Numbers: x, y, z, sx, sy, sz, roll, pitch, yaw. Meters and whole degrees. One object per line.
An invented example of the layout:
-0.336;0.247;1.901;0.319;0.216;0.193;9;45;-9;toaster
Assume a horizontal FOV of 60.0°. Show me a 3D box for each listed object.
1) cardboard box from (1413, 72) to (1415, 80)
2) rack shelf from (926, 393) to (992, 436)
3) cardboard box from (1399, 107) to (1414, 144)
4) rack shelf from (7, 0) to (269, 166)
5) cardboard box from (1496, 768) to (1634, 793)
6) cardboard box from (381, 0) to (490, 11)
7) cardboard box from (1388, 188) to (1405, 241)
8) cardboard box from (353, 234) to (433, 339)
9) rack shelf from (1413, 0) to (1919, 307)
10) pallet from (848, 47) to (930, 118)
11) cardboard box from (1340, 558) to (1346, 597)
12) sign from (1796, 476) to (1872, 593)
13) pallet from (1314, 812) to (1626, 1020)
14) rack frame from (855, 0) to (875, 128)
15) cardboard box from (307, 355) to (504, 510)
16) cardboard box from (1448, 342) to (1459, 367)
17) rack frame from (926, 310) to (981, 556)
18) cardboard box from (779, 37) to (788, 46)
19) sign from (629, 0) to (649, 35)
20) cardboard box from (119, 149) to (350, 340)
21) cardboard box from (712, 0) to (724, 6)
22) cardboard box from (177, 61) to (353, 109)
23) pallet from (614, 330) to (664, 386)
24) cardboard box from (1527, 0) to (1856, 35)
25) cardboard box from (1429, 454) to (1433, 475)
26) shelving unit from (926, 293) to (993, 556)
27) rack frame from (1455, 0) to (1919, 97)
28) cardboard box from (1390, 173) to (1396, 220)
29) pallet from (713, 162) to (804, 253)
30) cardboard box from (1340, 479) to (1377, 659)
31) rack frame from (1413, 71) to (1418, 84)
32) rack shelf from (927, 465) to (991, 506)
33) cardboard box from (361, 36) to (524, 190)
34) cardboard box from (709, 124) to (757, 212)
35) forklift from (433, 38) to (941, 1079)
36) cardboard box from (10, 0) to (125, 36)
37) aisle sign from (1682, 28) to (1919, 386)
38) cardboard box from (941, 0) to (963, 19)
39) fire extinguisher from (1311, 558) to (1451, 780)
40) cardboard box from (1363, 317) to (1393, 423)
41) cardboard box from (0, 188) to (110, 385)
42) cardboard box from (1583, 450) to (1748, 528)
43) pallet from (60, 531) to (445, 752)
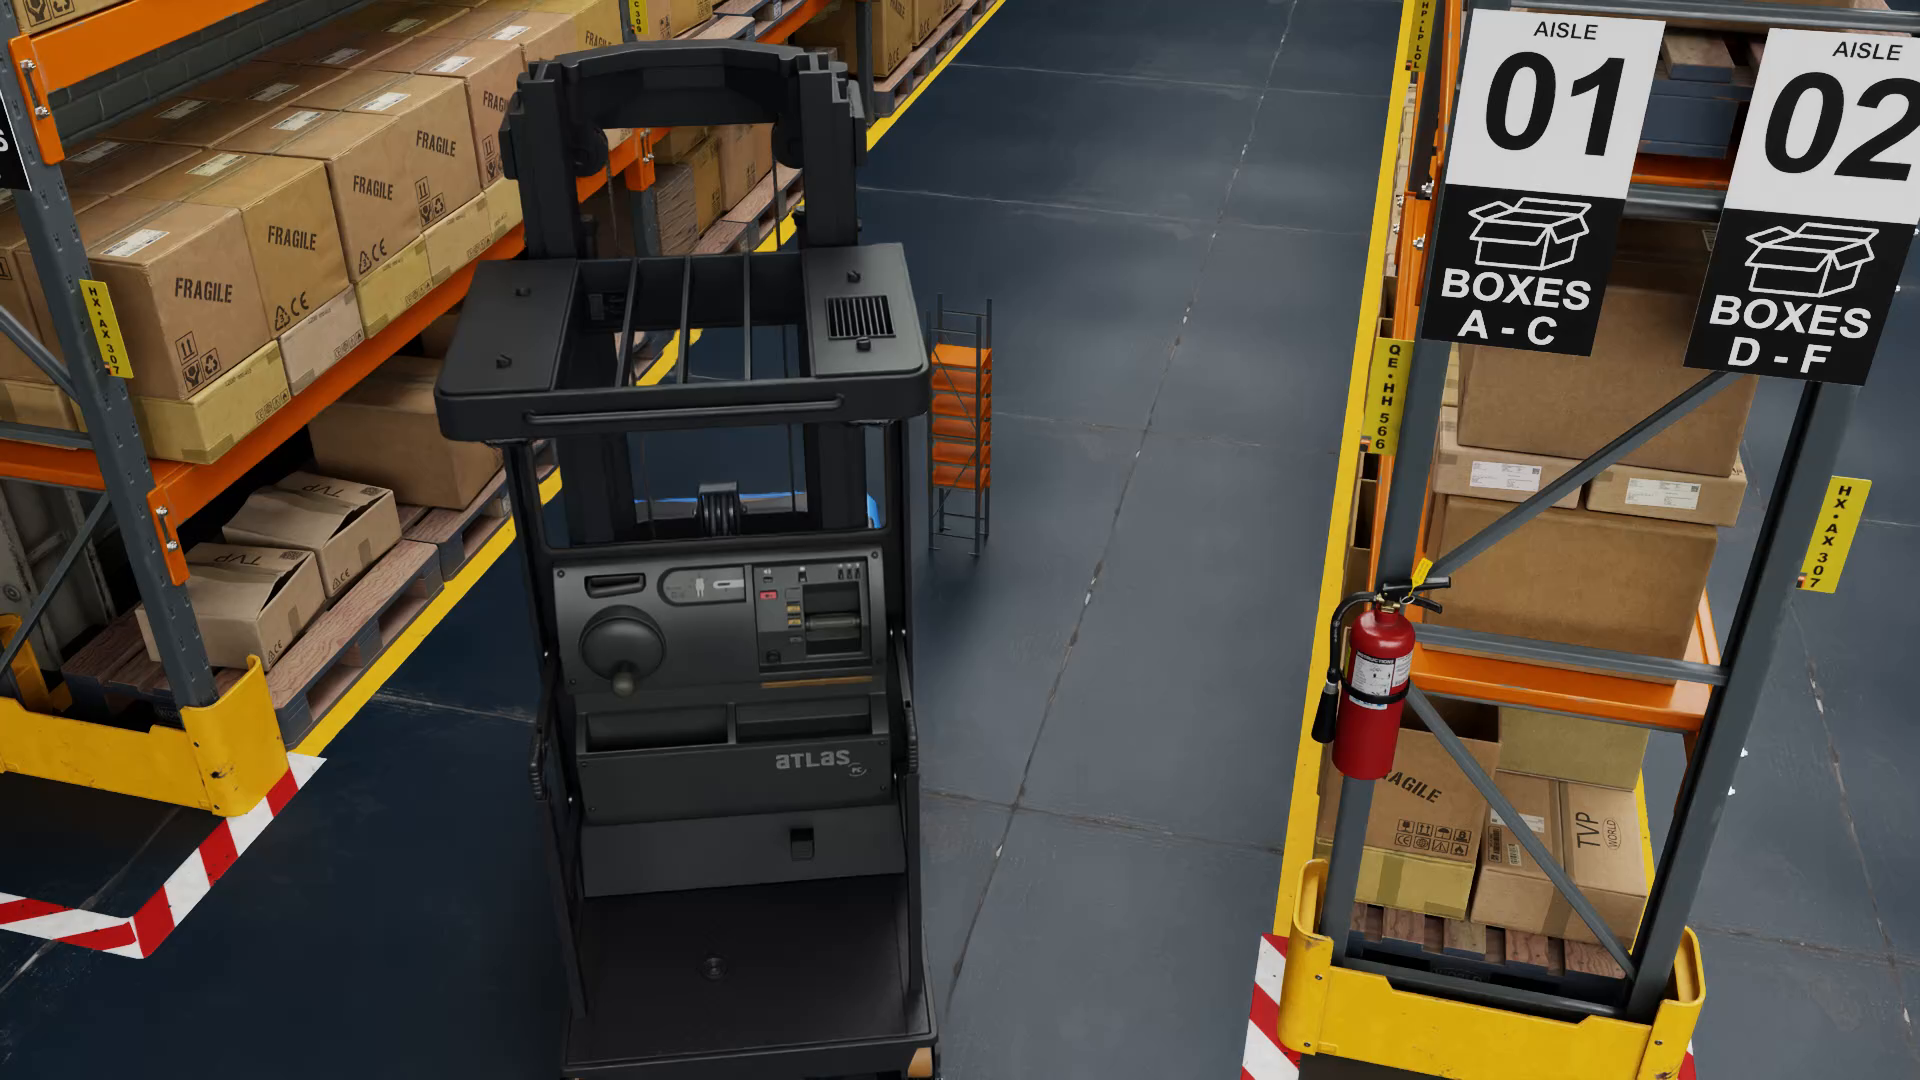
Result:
3.648;-3.491;12.365;0.500;0.500;0.500;9;34;14;cardboard box
-0.004;-0.563;7.376;0.258;0.103;0.180;8;33;12;rack shelf
3.095;-2.591;10.678;0.500;0.311;0.500;7;33;11;cardboard box
-2.678;-2.364;6.547;1.077;0.370;4.000;8;33;12;rack shelf
2.082;0.784;5.893;0.500;0.250;0.500;8;33;12;cardboard box
-2.492;-2.486;8.286;0.500;0.500;0.500;7;33;11;cardboard box
2.703;-1.799;9.433;0.500;0.311;0.500;8;33;12;cardboard box
-2.501;-1.054;6.733;0.500;0.250;0.500;8;33;12;cardboard box
2.115;-1.691;5.489;1.077;0.370;4.000;8;33;12;rack shelf
-0.882;-3.737;13.432;1.003;0.211;1.213;8;33;12;pallet
1.826;0.193;6.821;0.500;0.250;0.500;8;33;12;cardboard box
2.142;-0.011;4.091;0.100;0.325;0.005;8;33;12;sign
1.761;1.083;5.850;1.003;0.211;1.213;8;33;12;pallet
-1.155;-4.515;12.057;1.000;3.000;0.127;8;33;12;rack frame
-2.543;-0.511;7.678;0.700;0.500;0.500;6;33;9;cardboard box
1.650;-0.500;5.043;0.380;0.149;0.250;8;33;12;cardboard box
-0.027;-0.451;7.342;0.240;1.200;0.006;8;33;12;rack frame
-1.493;-3.294;11.357;0.500;0.250;0.500;9;33;13;cardboard box
-1.643;-2.735;8.449;0.100;0.325;0.005;8;33;12;sign
-2.638;-1.087;6.087;0.500;0.500;0.500;8;33;13;cardboard box
-1.722;-3.562;10.054;0.700;0.500;0.500;13;35;19;cardboard box
-2.879;-1.689;7.033;0.500;0.500;0.500;8;33;13;cardboard box
-2.306;-0.909;8.984;1.003;0.211;1.213;8;33;12;pallet
1.757;-1.535;3.954;0.797;0.503;0.637;10;34;16;cardboard box
1.998;-0.504;5.654;0.700;0.500;0.500;8;33;13;cardboard box
-0.004;-0.499;7.416;0.258;1.200;0.189;8;33;12;shelving unit
1.607;-2.223;2.859;1.000;3.000;0.127;8;33;12;rack frame
2.968;-2.096;10.423;0.500;0.250;0.500;7;33;11;cardboard box
-1.666;-2.302;11.174;1.003;0.211;1.213;8;33;12;pallet
1.695;0.136;6.213;0.500;0.500;0.500;8;33;12;cardboard box
3.637;-3.843;10.999;1.000;3.000;0.127;8;33;12;rack frame
-0.004;-0.259;7.569;0.258;0.103;0.180;8;33;12;rack shelf
-2.250;-1.894;7.356;0.500;0.500;0.500;7;33;11;cardboard box
-1.748;-2.489;10.789;0.700;0.500;0.500;8;33;13;cardboard box
-0.654;0.285;4.570;1.130;2.935;3.031;-3;33;-5;forklift
-2.859;-1.820;4.909;0.500;0.500;0.500;9;34;14;cardboard box
1.887;-0.713;3.652;0.394;0.787;0.004;8;33;12;aisle sign
-0.402;-5.044;14.501;0.750;0.750;0.750;9;34;14;cardboard box
1.128;0.339;4.492;0.296;0.674;0.183;8;33;12;fire extinguisher
2.082;-0.642;7.436;0.500;0.500;0.500;8;33;12;cardboard box
-3.271;-0.899;5.790;0.500;0.500;0.500;8;33;12;cardboard box
1.915;-0.182;4.542;0.380;0.149;0.250;8;33;12;cardboard box
-2.926;0.357;6.992;1.003;0.211;1.213;8;33;12;pallet
